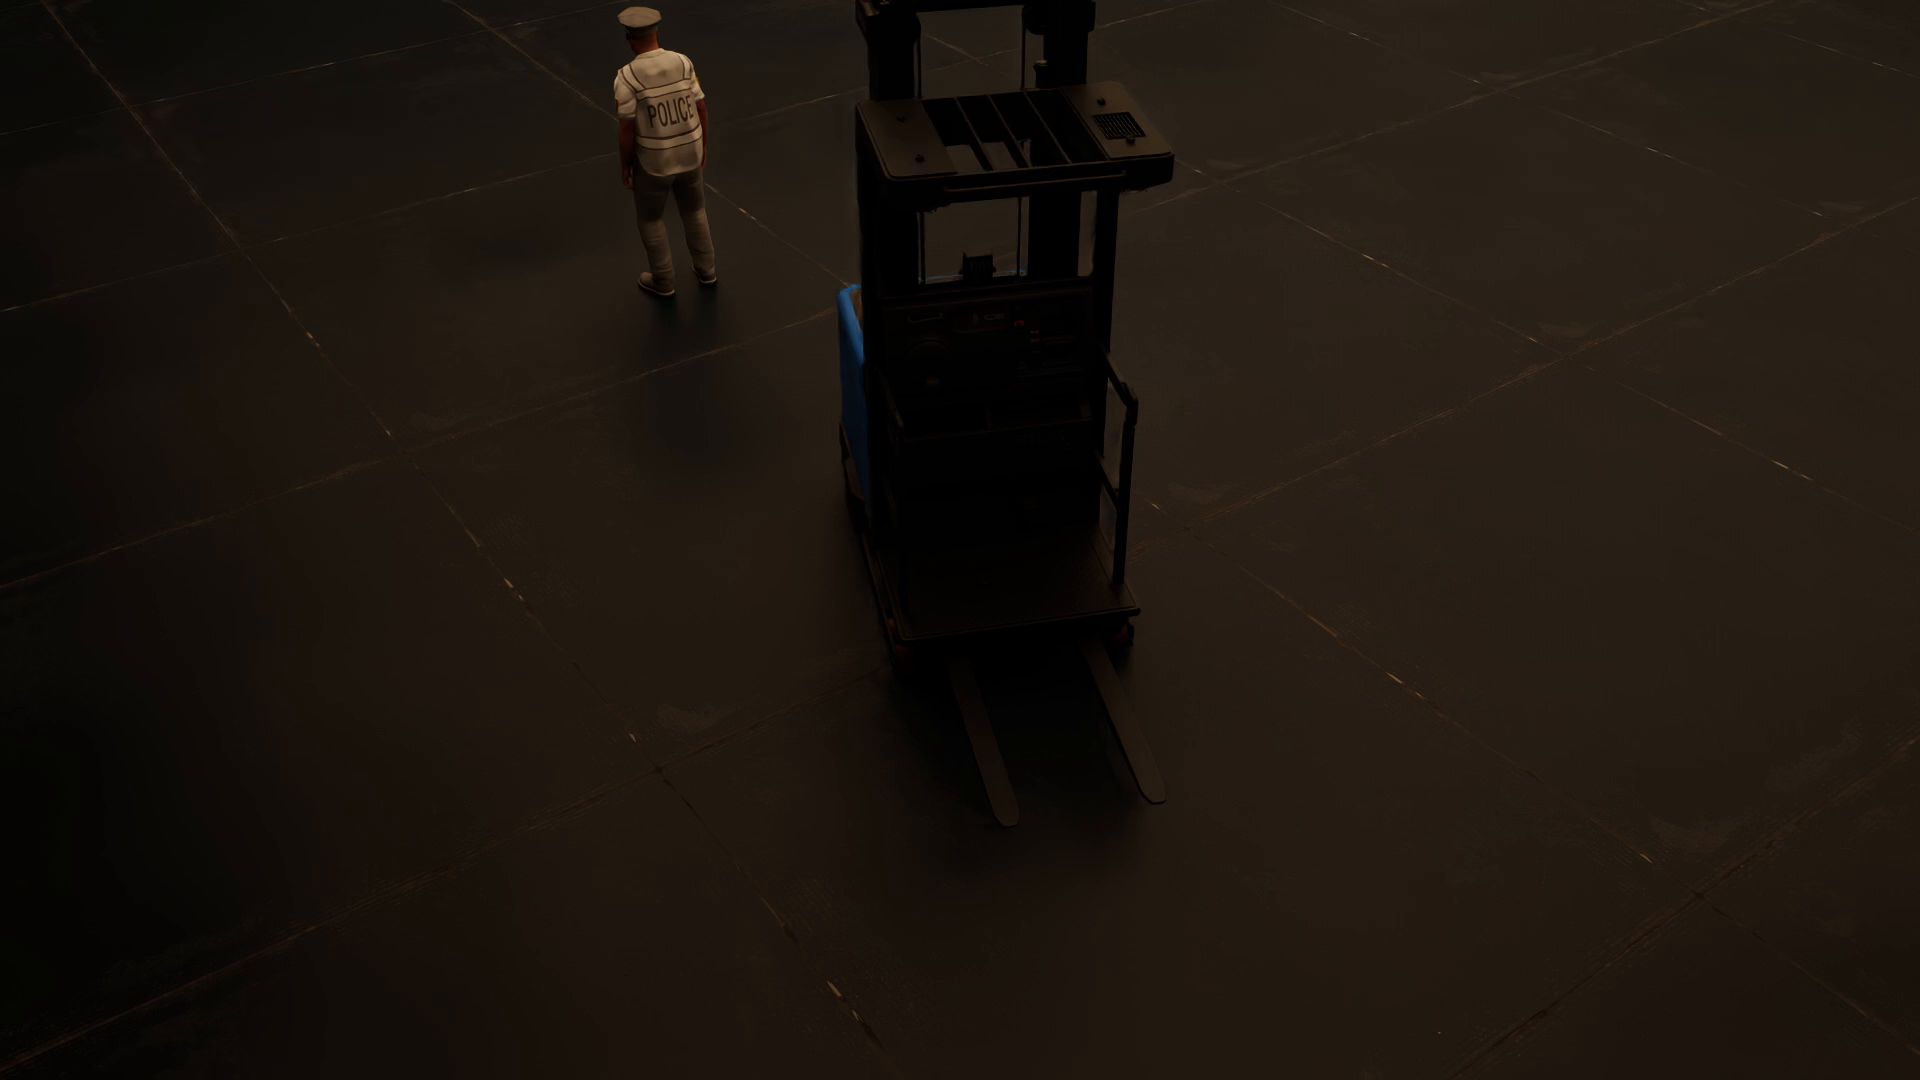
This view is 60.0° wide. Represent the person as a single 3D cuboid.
[{"bbox_3d":[-1.785,-2.314,10.070,0.585,1.747,0.441,-22,42,-27],"label":"person"}]

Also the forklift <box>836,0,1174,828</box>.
[{"bbox_3d":[0.177,-0.795,7.020,1.130,2.935,3.031,-7,37,-10],"label":"forklift"}]
